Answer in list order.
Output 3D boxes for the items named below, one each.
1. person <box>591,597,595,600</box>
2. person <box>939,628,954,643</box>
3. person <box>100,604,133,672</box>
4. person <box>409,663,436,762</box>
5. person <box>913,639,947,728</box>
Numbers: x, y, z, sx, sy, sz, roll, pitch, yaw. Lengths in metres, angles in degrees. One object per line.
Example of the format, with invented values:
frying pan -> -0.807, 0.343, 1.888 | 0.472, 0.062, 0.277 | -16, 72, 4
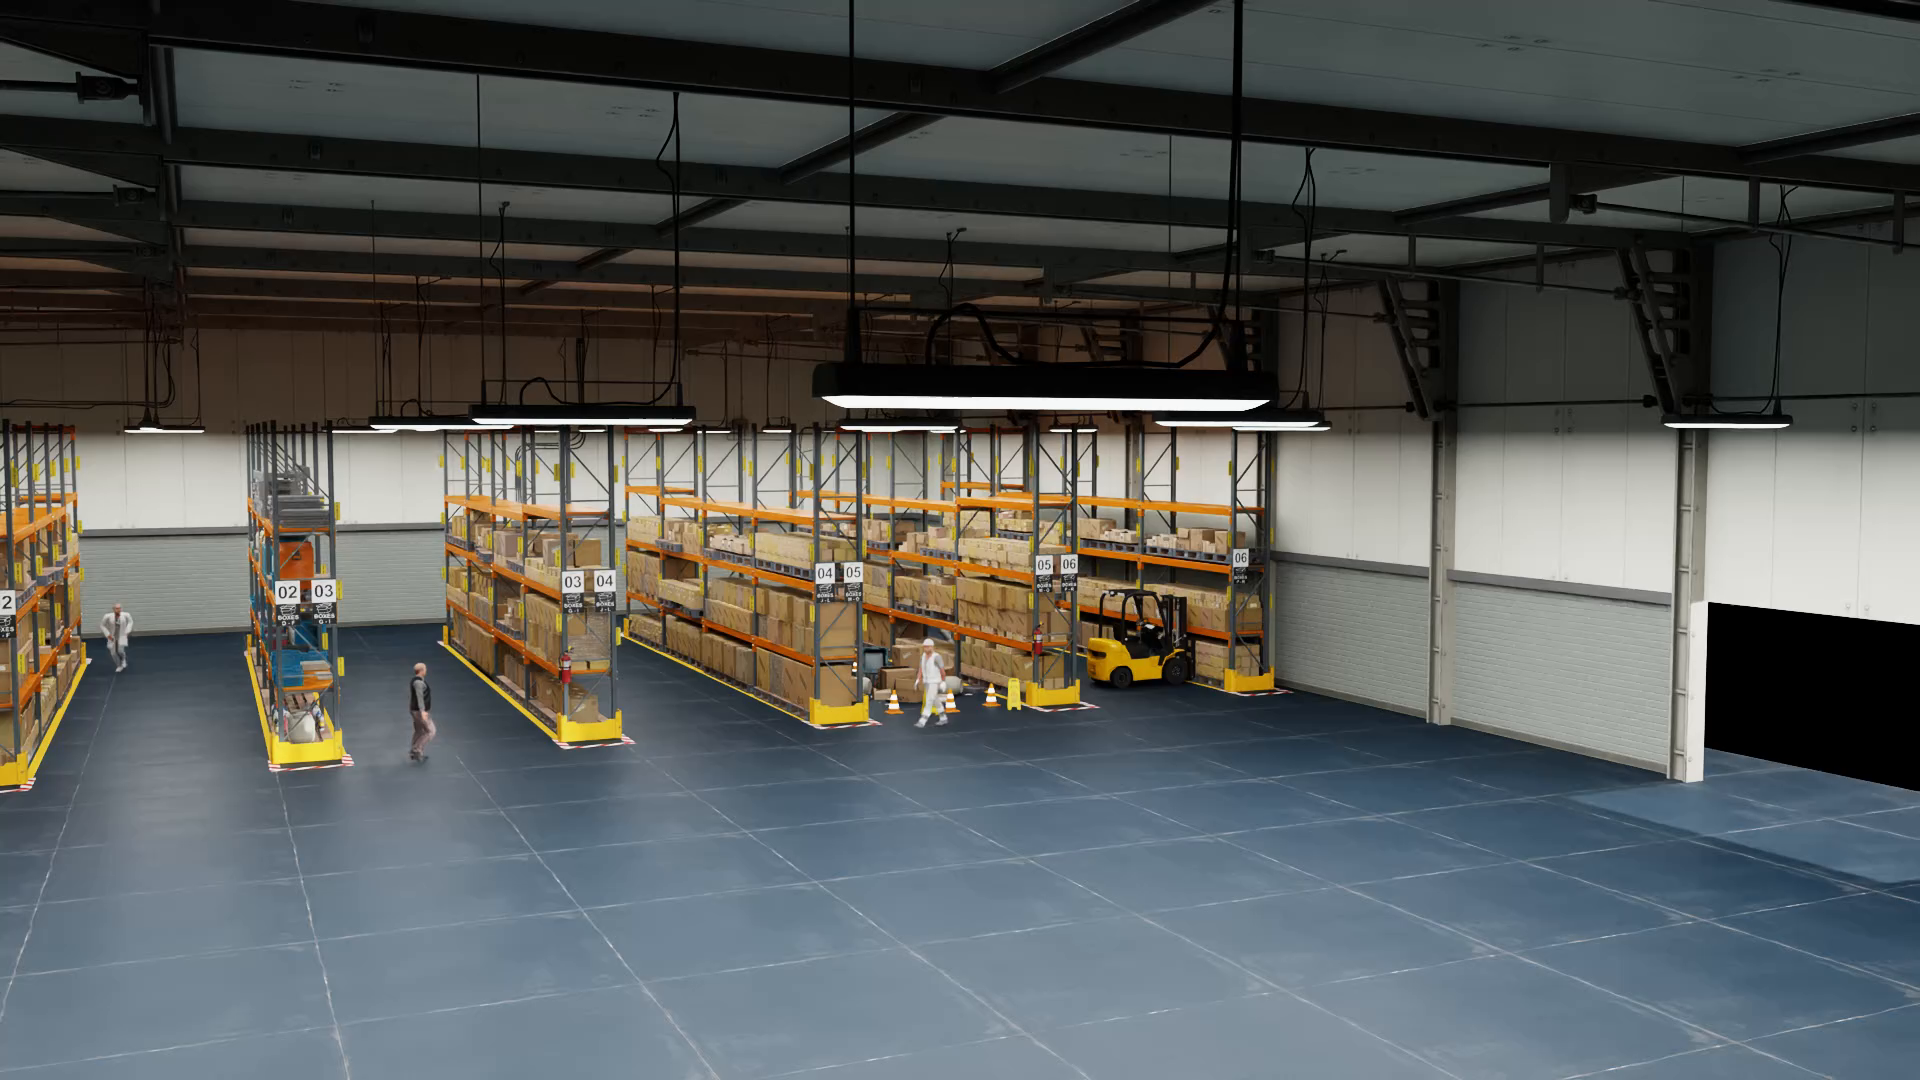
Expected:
person -> -9.923, 2.070, 45.436 | 0.371, 1.719, 0.485 | 0, 4, 4
person -> -0.334, 2.050, 45.020 | 0.652, 1.741, 0.646 | 3, 5, 40
person -> -20.471, 2.368, 40.378 | 0.673, 1.682, 0.669 | -1, 4, -16
person -> -9.469, 3.023, 29.244 | 0.429, 1.725, 0.565 | -2, 4, -24
person -> -0.625, 2.795, 32.468 | 1.050, 1.730, 0.560 | -3, 5, -41
